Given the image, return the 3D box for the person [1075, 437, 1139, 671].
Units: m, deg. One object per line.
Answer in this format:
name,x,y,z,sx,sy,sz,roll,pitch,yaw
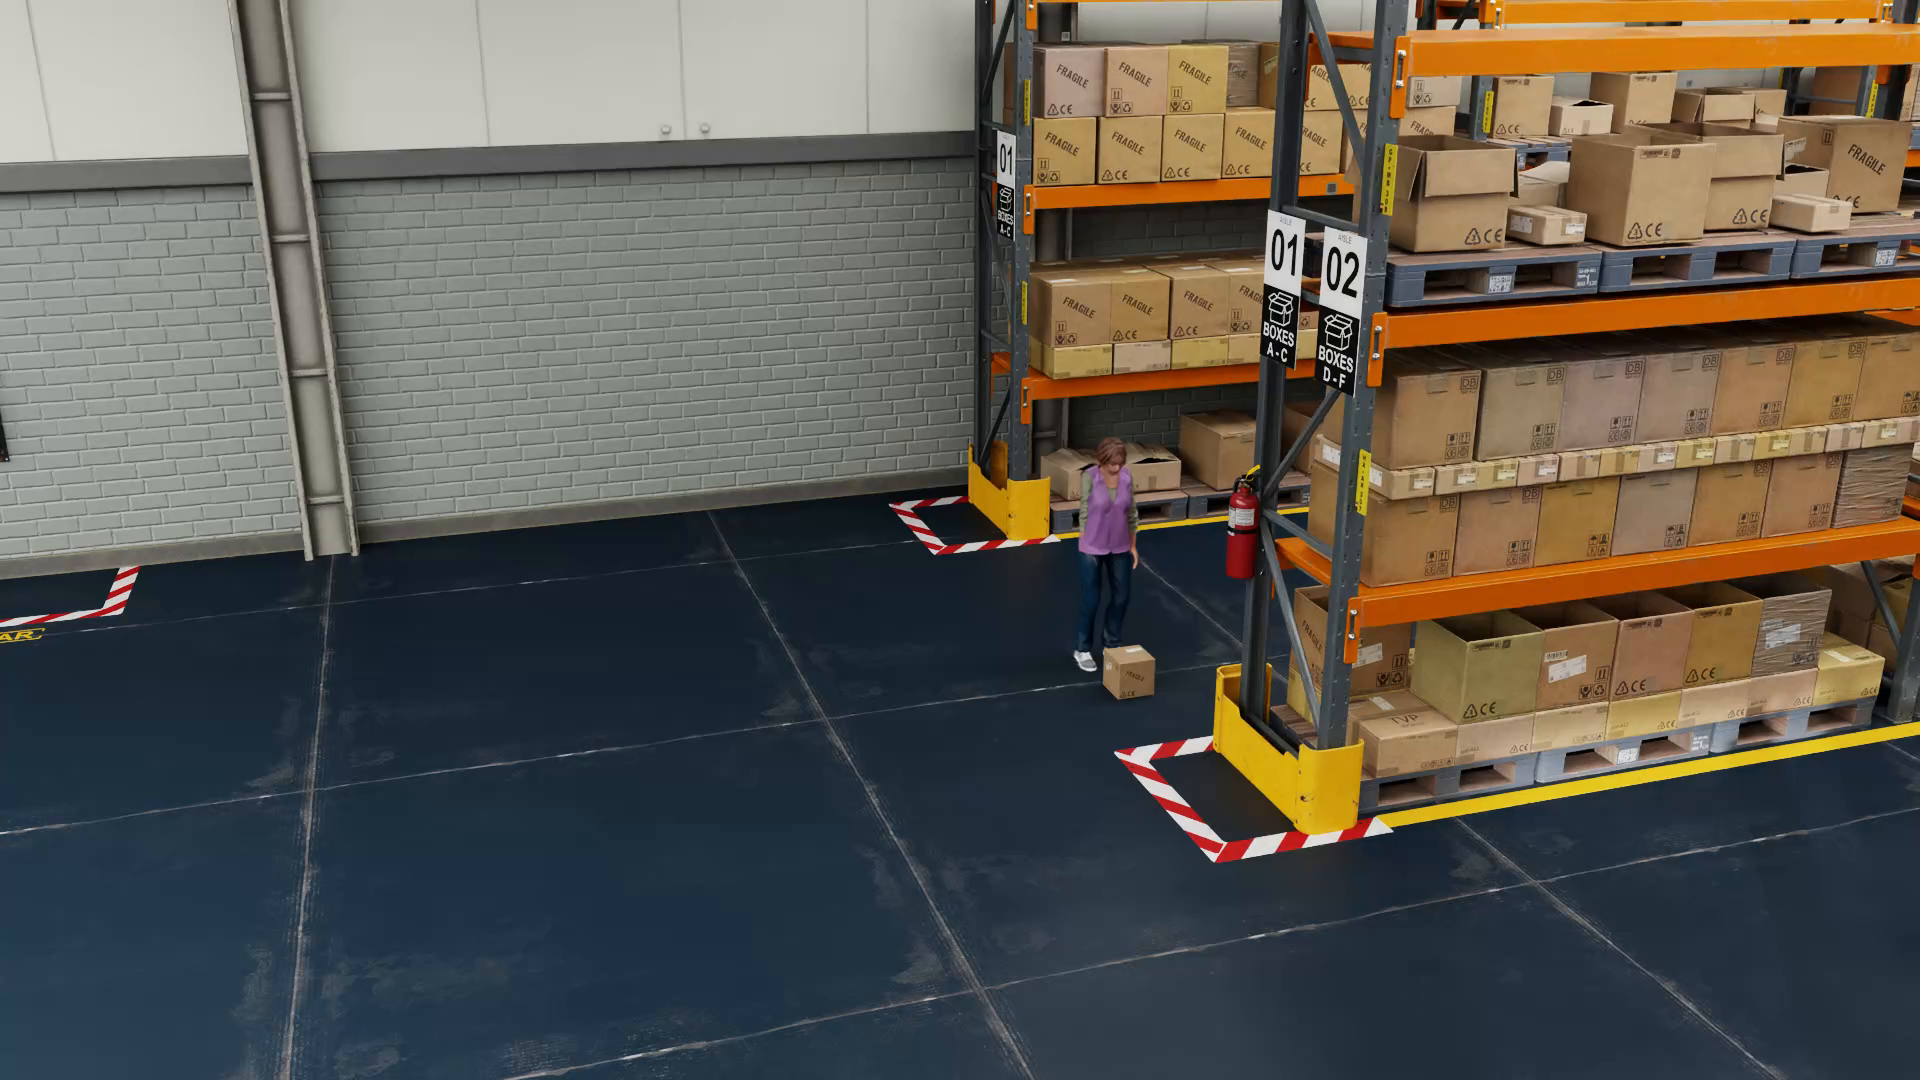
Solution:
person,0.966,0.074,10.906,0.412,1.589,0.316,-6,20,-16
